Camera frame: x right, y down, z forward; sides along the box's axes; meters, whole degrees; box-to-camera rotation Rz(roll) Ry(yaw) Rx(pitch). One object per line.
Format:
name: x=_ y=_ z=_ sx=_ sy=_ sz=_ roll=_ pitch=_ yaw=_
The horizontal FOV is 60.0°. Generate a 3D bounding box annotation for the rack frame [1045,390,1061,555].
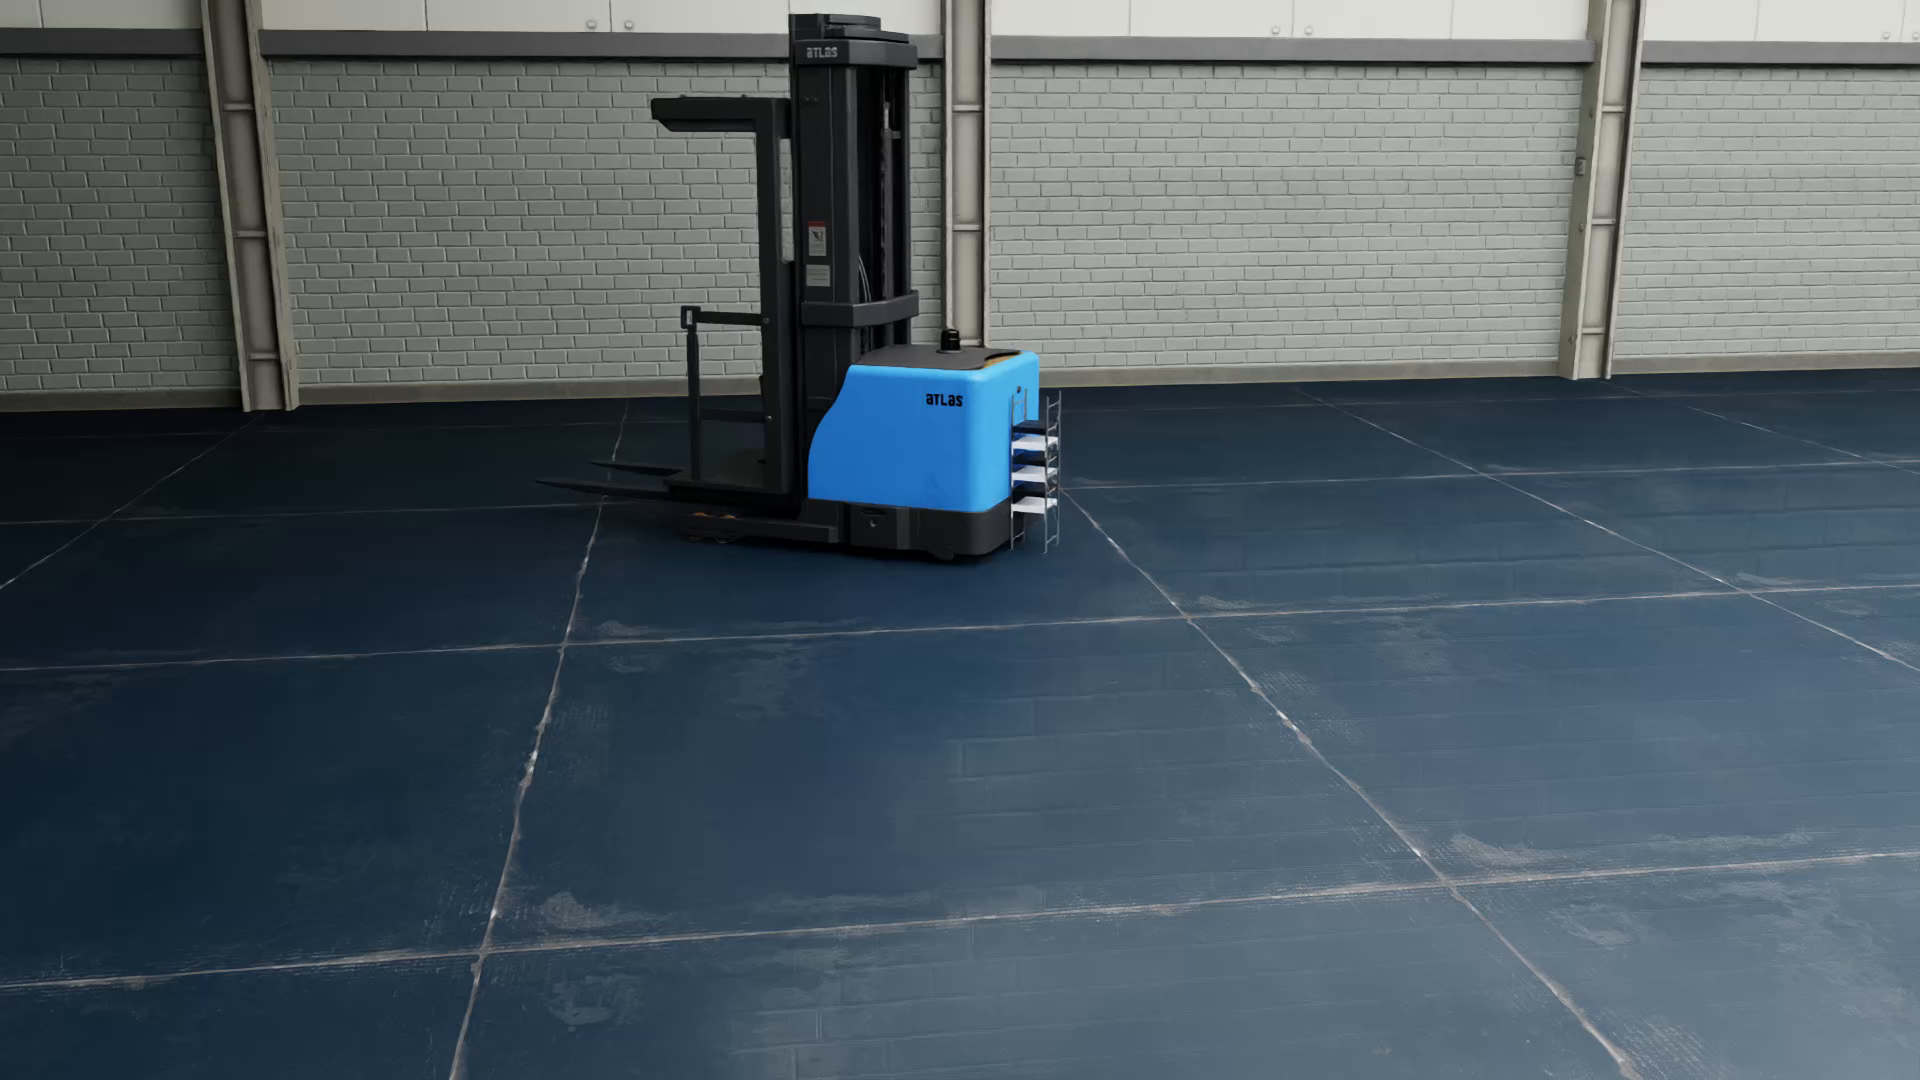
rack frame: x=0.524 y=-0.382 z=9.393 sx=0.006 sy=0.900 sz=0.240 roll=5 pitch=15 yaw=21

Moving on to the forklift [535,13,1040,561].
forklift: x=-1.094 y=-1.512 z=9.727 sx=3.031 sy=2.935 sz=1.130 roll=5 pitch=15 yaw=21

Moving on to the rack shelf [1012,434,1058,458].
rack shelf: x=0.429 y=-0.533 z=9.393 sx=0.200 sy=0.077 sz=0.258 roll=5 pitch=15 yaw=21

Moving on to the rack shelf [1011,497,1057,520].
rack shelf: x=0.429 y=-0.184 z=9.481 sx=0.200 sy=0.077 sz=0.258 roll=5 pitch=15 yaw=21

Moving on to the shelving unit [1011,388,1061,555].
shelving unit: x=0.429 y=-0.390 z=9.429 sx=0.210 sy=0.900 sz=0.258 roll=5 pitch=15 yaw=21

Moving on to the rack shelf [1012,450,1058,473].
rack shelf: x=0.429 y=-0.445 z=9.415 sx=0.200 sy=0.077 sz=0.258 roll=5 pitch=15 yaw=21

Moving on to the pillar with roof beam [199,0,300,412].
pillar with roof beam: x=-5.243 y=-4.458 z=8.997 sx=0.400 sy=9.000 sz=9.100 roll=-2 pitch=14 yaw=-8

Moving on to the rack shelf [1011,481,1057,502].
rack shelf: x=0.429 y=-0.271 z=9.459 sx=0.200 sy=0.077 sz=0.258 roll=5 pitch=15 yaw=21

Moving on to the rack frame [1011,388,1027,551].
rack frame: x=0.334 y=-0.399 z=9.465 sx=0.006 sy=0.900 sz=0.240 roll=5 pitch=15 yaw=21

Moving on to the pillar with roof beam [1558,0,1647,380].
pillar with roof beam: x=6.623 y=-4.892 z=10.731 sx=0.400 sy=9.000 sz=9.100 roll=-2 pitch=14 yaw=-8

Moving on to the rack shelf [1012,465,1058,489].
rack shelf: x=0.429 y=-0.358 z=9.437 sx=0.200 sy=0.077 sz=0.258 roll=5 pitch=15 yaw=21

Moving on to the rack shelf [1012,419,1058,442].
rack shelf: x=0.429 y=-0.620 z=9.371 sx=0.200 sy=0.077 sz=0.258 roll=5 pitch=15 yaw=21

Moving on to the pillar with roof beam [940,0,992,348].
pillar with roof beam: x=0.690 y=-4.675 z=9.864 sx=0.400 sy=9.000 sz=9.100 roll=-2 pitch=14 yaw=-8
